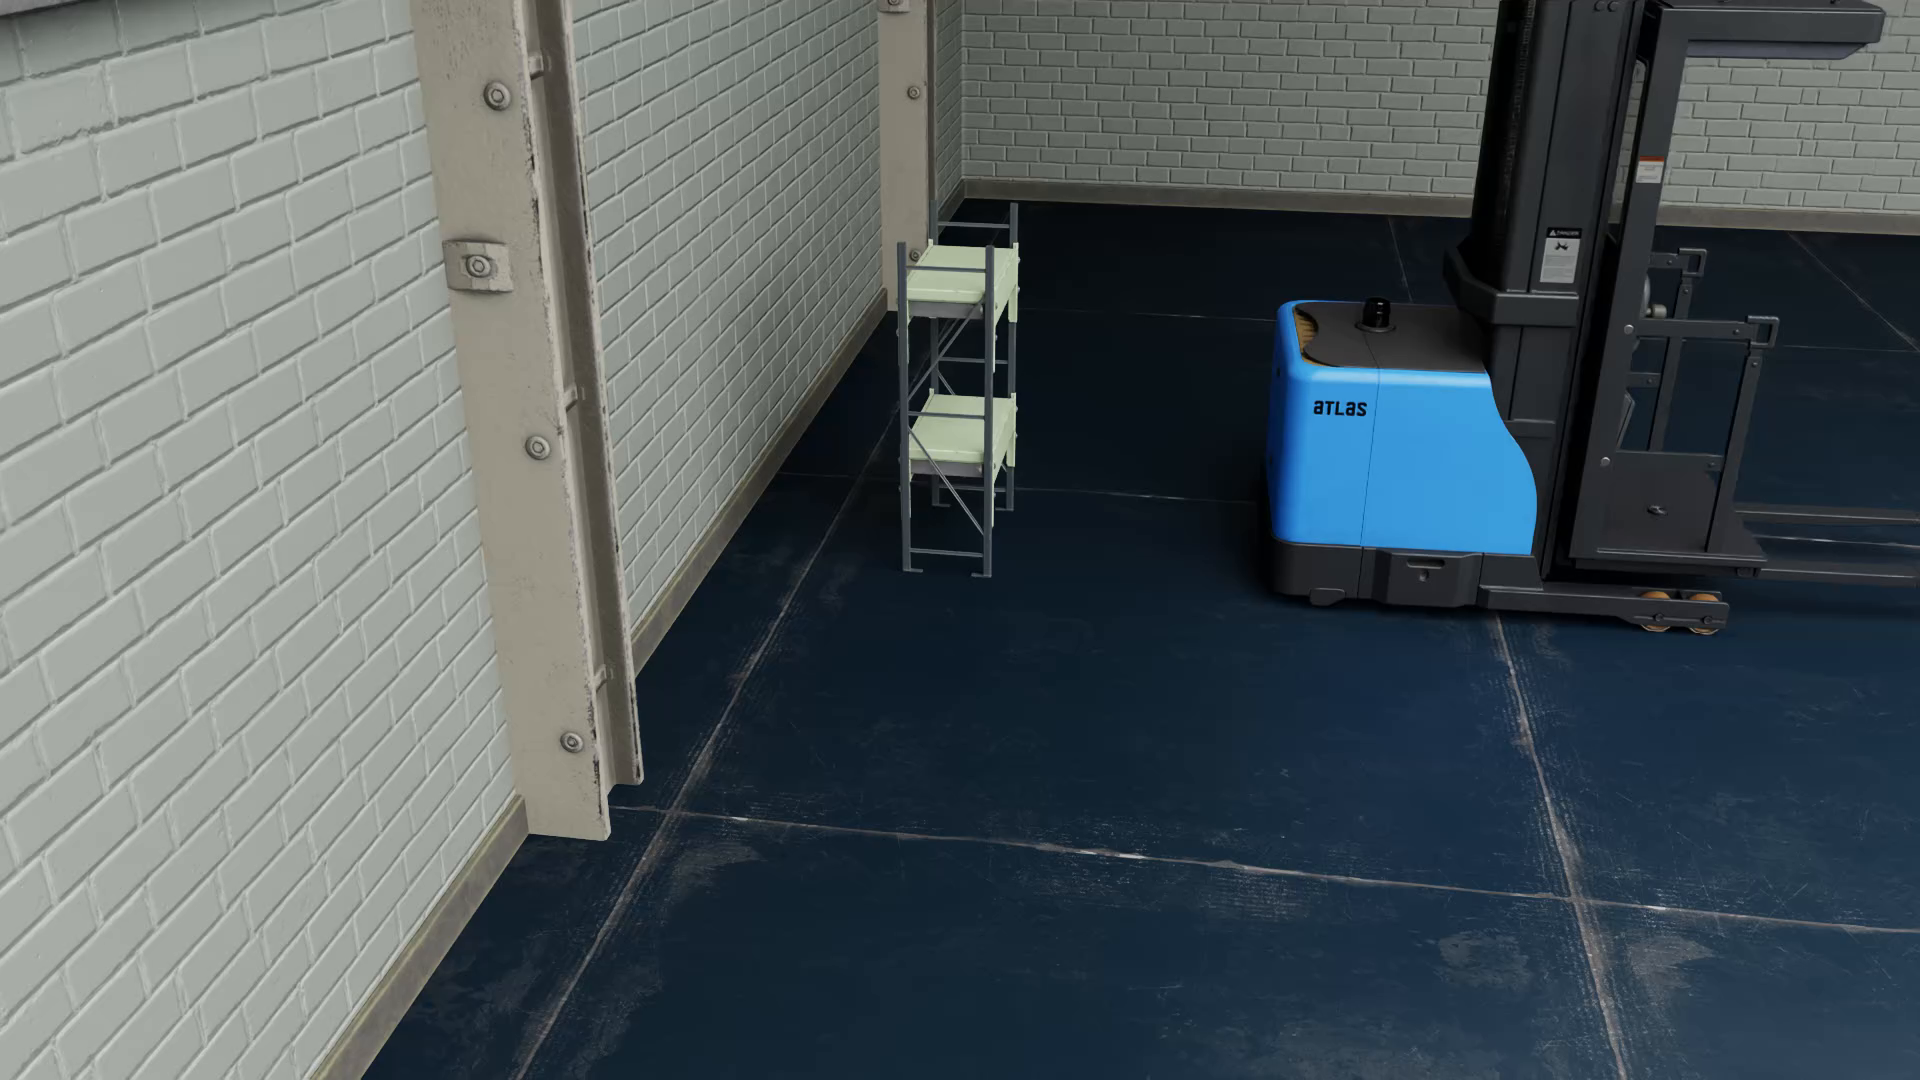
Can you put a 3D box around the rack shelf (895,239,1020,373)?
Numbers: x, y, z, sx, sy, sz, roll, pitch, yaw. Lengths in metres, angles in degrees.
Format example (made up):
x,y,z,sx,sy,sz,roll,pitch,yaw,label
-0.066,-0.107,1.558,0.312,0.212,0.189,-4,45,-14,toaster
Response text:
x,y,z,sx,sy,sz,roll,pitch,yaw,label
0.001,-1.036,7.273,0.431,0.370,0.720,4,25,9,rack shelf

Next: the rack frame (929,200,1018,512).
x,y,z,sx,sy,sz,roll,pitch,yaw,label
0.061,-0.835,7.765,0.400,1.500,0.023,4,25,9,rack frame

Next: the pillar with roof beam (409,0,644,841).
x,y,z,sx,sy,sz,roll,pitch,yaw,label
2.936,-2.860,3.245,9.100,9.000,0.400,4,25,9,pillar with roof beam

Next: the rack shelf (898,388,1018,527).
x,y,z,sx,sy,sz,roll,pitch,yaw,label
0.001,-0.387,7.576,0.431,0.370,0.720,4,25,9,rack shelf

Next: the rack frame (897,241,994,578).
x,y,z,sx,sy,sz,roll,pitch,yaw,label
-0.059,-0.529,7.111,0.400,1.500,0.023,4,25,9,rack frame

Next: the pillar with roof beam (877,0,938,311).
x,y,z,sx,sy,sz,roll,pitch,yaw,label
3.917,-5.369,8.606,9.100,9.000,0.400,4,25,9,pillar with roof beam

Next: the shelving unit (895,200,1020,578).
x,y,z,sx,sy,sz,roll,pitch,yaw,label
0.001,-0.682,7.438,0.431,1.500,0.755,4,25,9,shelving unit

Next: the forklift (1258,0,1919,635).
x,y,z,sx,sy,sz,roll,pitch,yaw,label
2.875,-1.174,6.801,3.031,2.935,1.130,3,25,6,forklift
